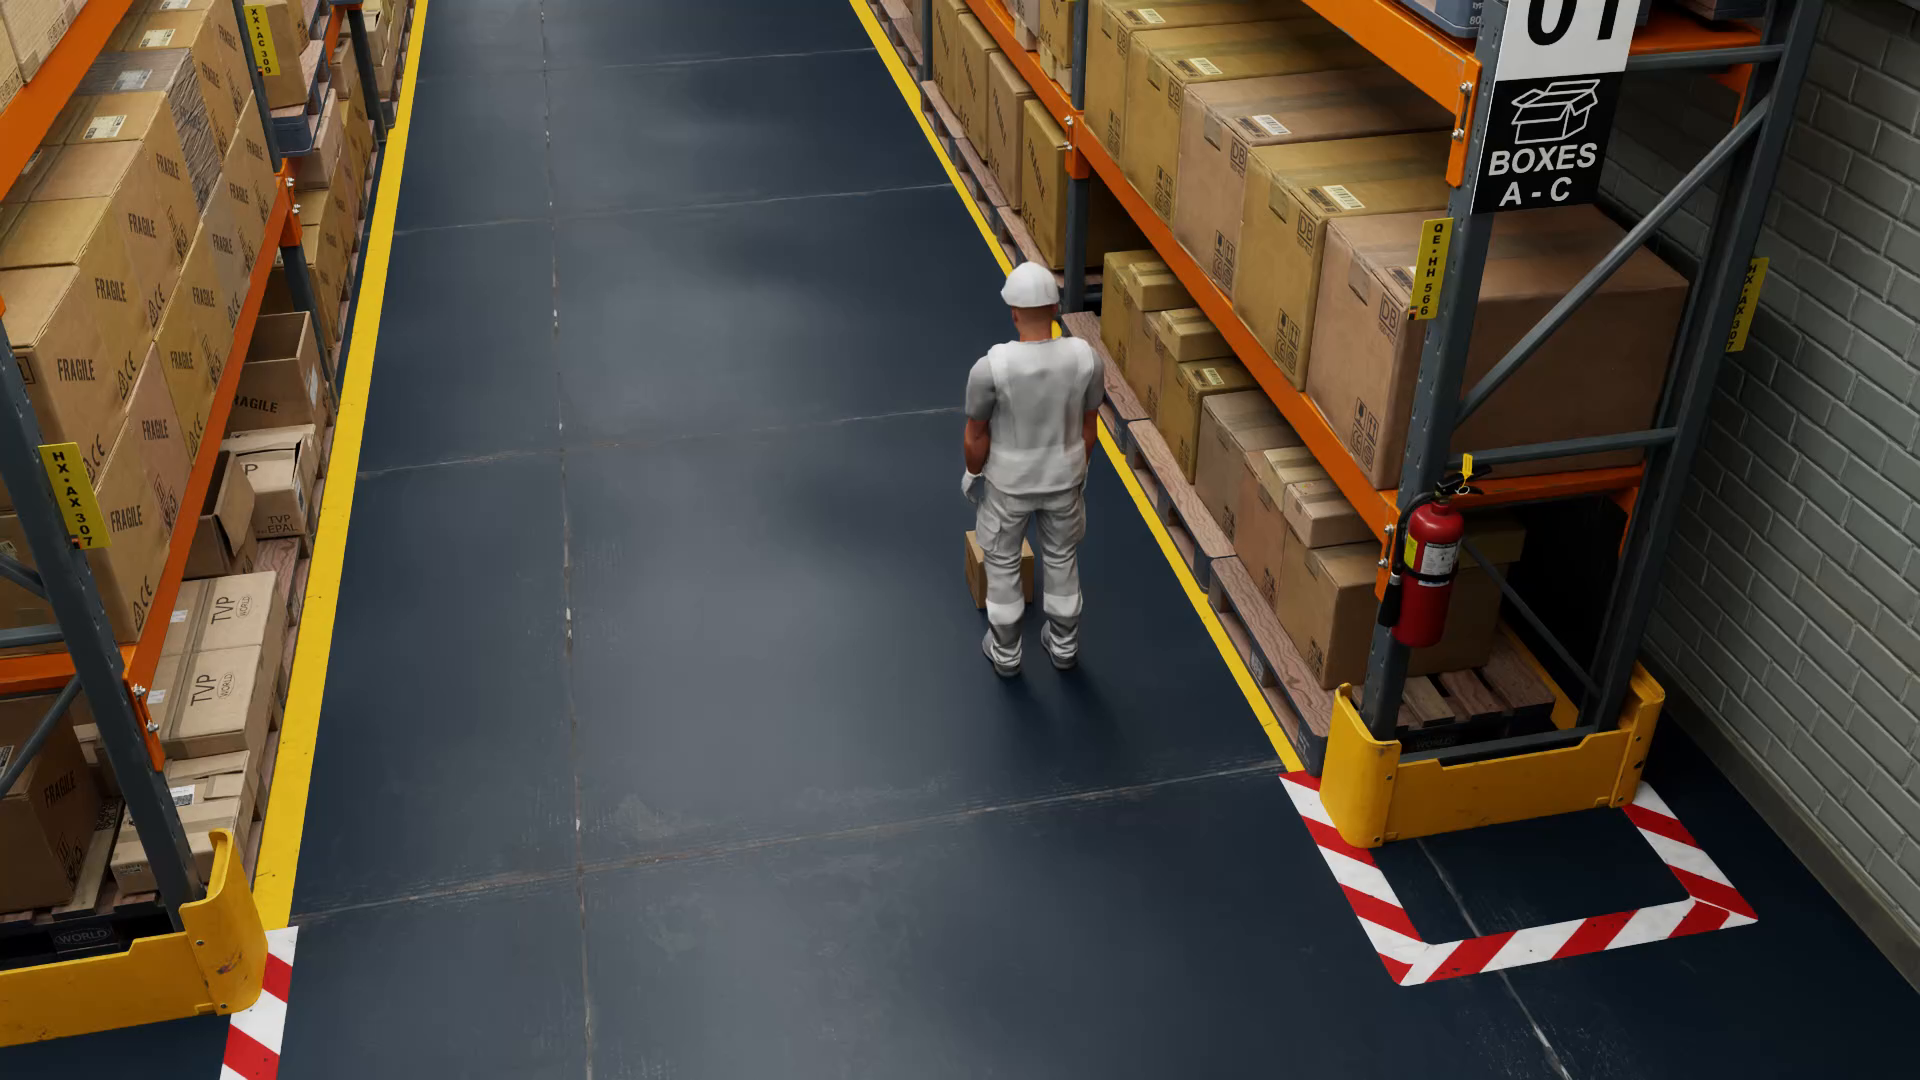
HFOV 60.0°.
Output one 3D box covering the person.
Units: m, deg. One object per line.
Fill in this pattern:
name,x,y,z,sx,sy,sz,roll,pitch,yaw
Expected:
person,0.271,-0.248,6.499,0.529,1.775,0.364,-7,35,-10
